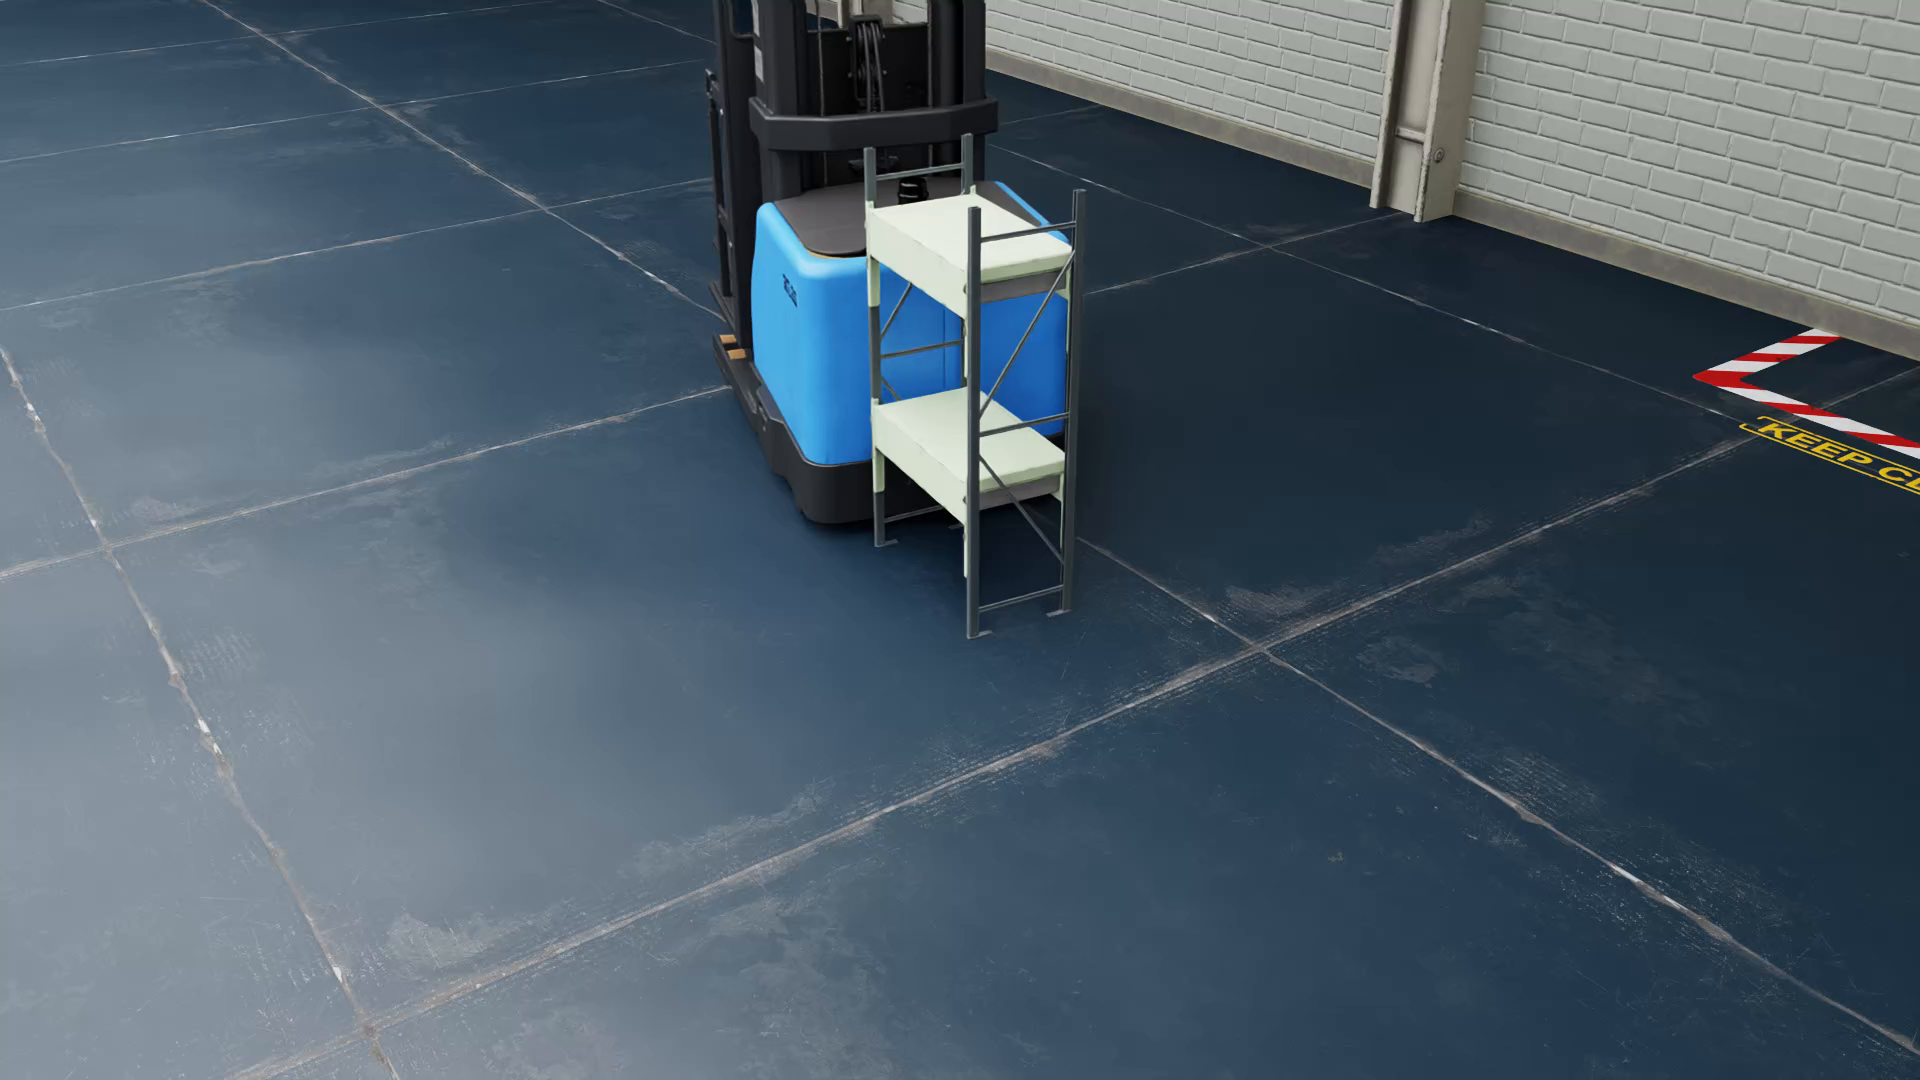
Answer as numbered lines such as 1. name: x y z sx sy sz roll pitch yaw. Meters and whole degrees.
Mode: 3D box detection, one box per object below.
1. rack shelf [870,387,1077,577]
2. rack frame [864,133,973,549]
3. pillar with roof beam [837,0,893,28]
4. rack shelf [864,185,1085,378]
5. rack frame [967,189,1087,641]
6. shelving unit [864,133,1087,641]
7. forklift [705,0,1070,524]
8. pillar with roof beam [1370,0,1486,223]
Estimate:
1. rack shelf: 0.034 -0.234 5.793 0.431 0.370 0.720 -14 32 -24
2. rack frame: -0.137 -0.675 5.922 0.400 1.500 0.023 -14 32 -24
3. pillar with roof beam: -4.309 -7.053 9.808 9.100 9.000 0.400 -19 34 -31
4. rack shelf: 0.034 -0.864 5.451 0.431 0.370 0.720 -14 32 -24
5. rack frame: 0.205 -0.366 5.353 0.400 1.500 0.023 -14 32 -24
6. shelving unit: 0.034 -0.521 5.638 0.431 1.500 0.755 -14 32 -24
7. forklift: -0.510 -2.036 6.927 1.130 2.935 3.031 -9 30 -15
8. pillar with roof beam: -0.828 -4.720 5.513 9.100 9.000 0.400 -19 34 -31
